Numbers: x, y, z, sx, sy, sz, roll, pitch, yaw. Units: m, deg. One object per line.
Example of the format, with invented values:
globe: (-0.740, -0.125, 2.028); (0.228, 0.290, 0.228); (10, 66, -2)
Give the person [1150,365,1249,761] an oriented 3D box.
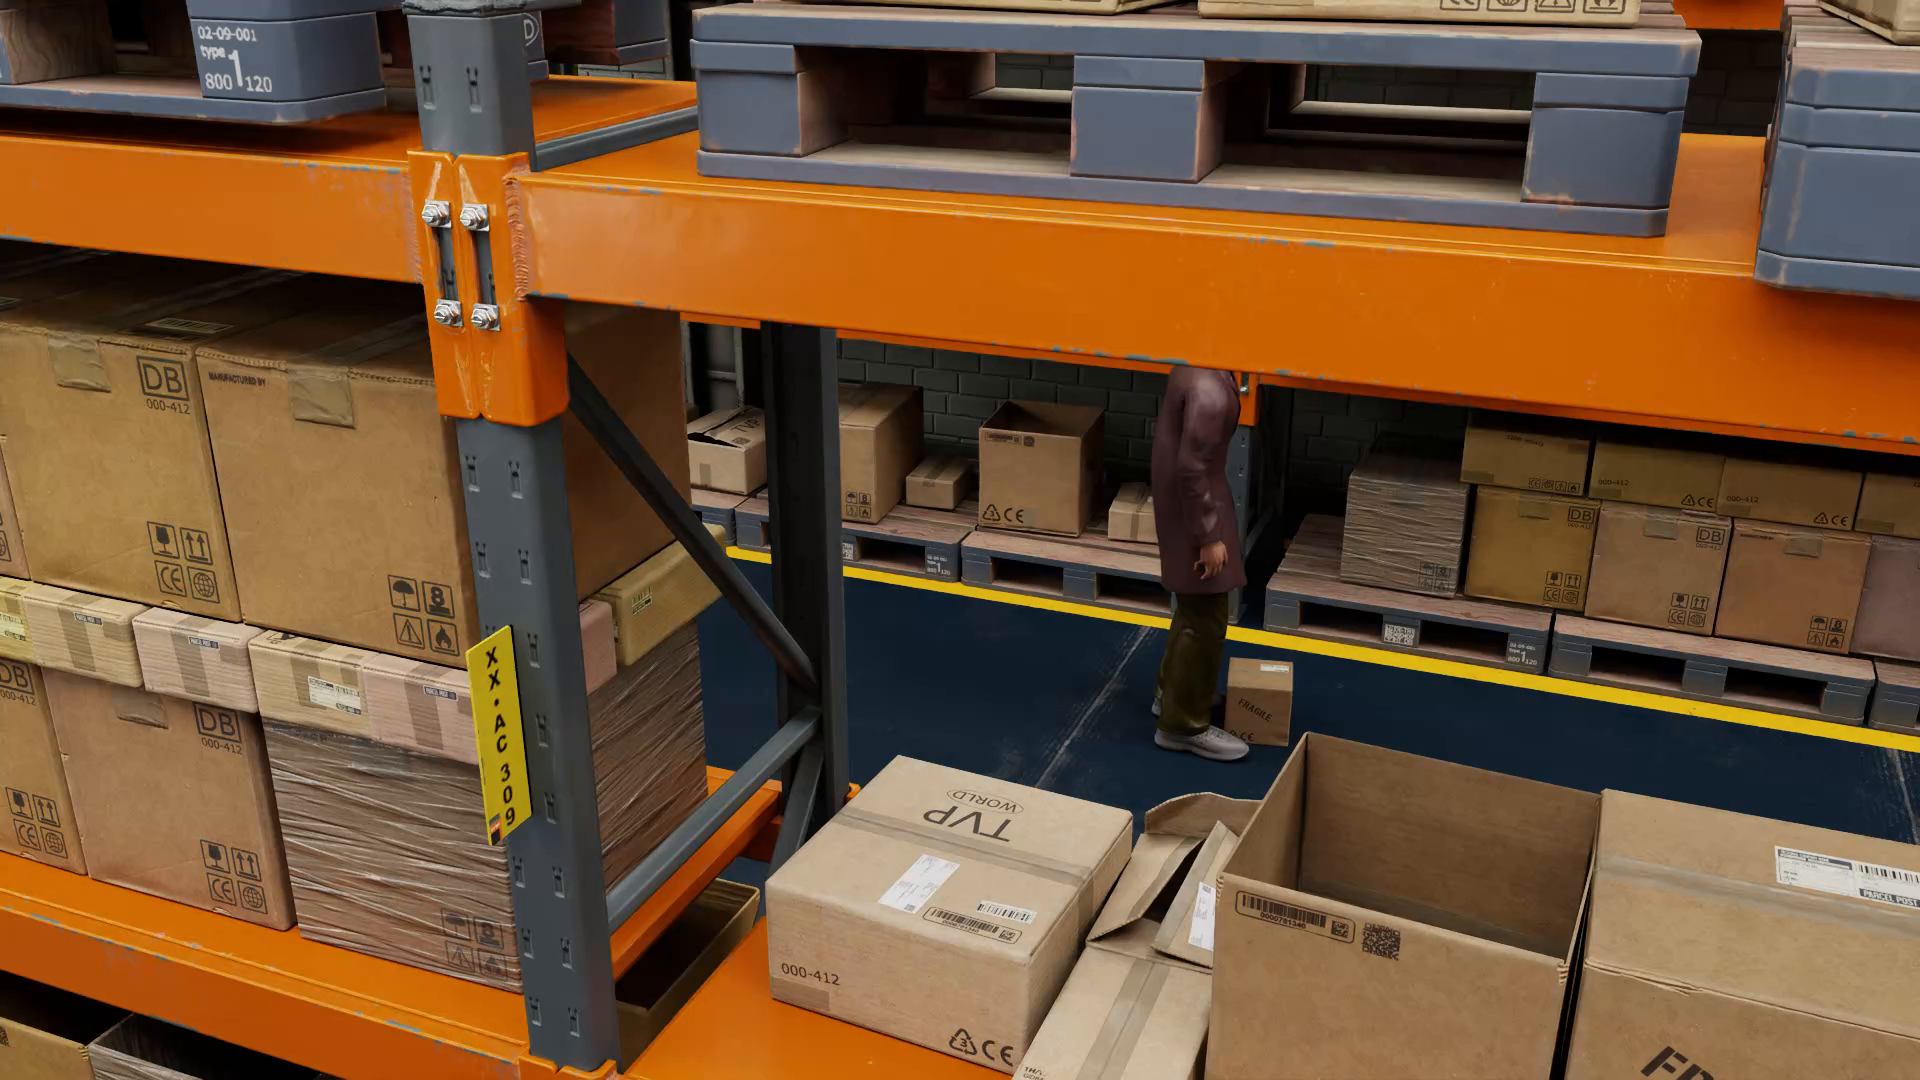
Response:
person: (0.933, -0.074, 6.294); (0.415, 1.773, 0.631); (3, 22, 7)
